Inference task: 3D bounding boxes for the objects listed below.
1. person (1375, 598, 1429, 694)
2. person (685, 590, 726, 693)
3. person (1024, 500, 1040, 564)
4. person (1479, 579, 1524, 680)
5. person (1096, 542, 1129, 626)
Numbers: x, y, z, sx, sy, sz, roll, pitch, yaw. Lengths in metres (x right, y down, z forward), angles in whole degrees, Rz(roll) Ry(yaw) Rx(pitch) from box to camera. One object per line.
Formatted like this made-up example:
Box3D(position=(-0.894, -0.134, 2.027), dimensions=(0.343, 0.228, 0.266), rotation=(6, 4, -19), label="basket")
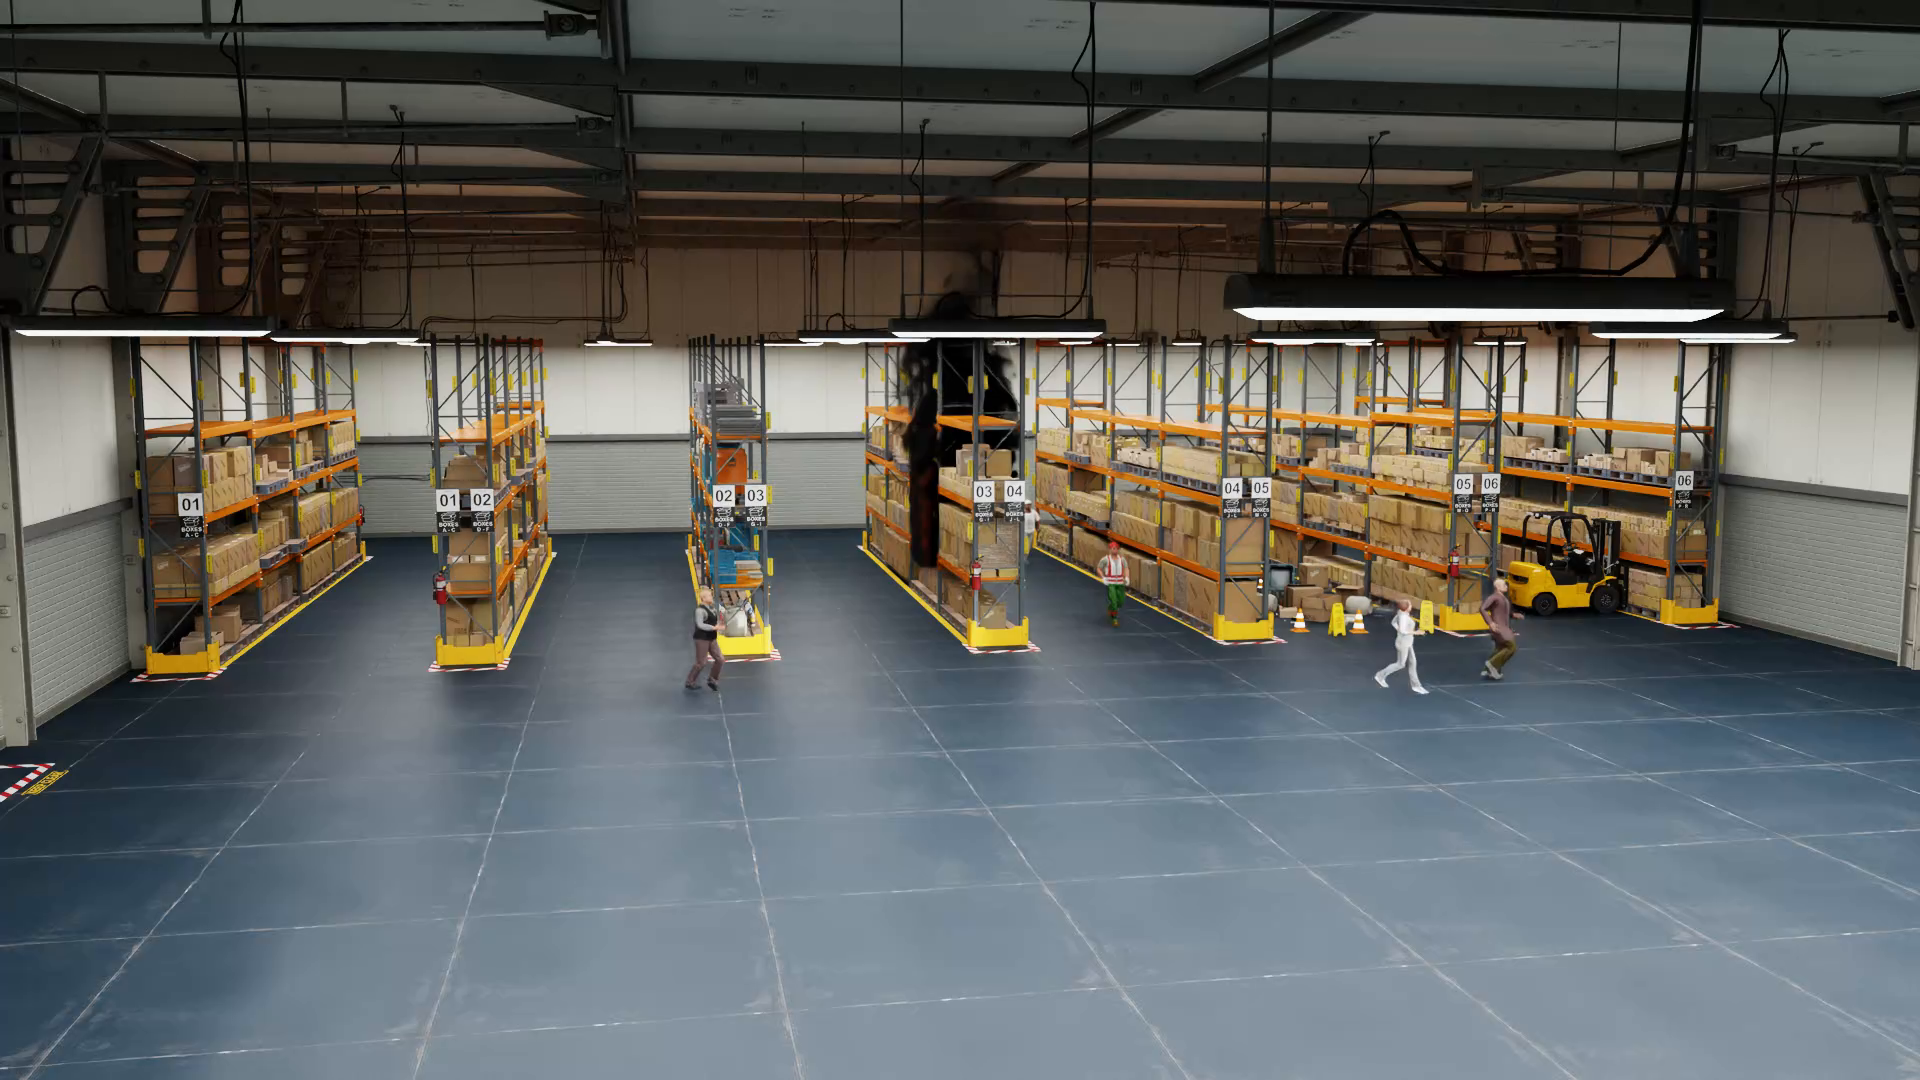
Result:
Box3D(position=(7.354, 1.756, 27.625), dimensions=(0.879, 1.597, 0.540), rotation=(2, 7, 19), label="person")
Box3D(position=(-4.224, 1.721, 27.707), dimensions=(0.748, 1.798, 0.675), rotation=(2, 7, 17), label="person")
Box3D(position=(1.817, -0.209, 44.263), dimensions=(0.706, 1.726, 0.574), rotation=(-2, 7, -13), label="person")
Box3D(position=(9.392, 1.549, 28.795), dimensions=(0.700, 1.742, 0.694), rotation=(4, 8, 33), label="person")
Box3D(position=(3.174, 0.901, 34.542), dimensions=(0.698, 1.747, 0.724), rotation=(-2, 7, -18), label="person")
